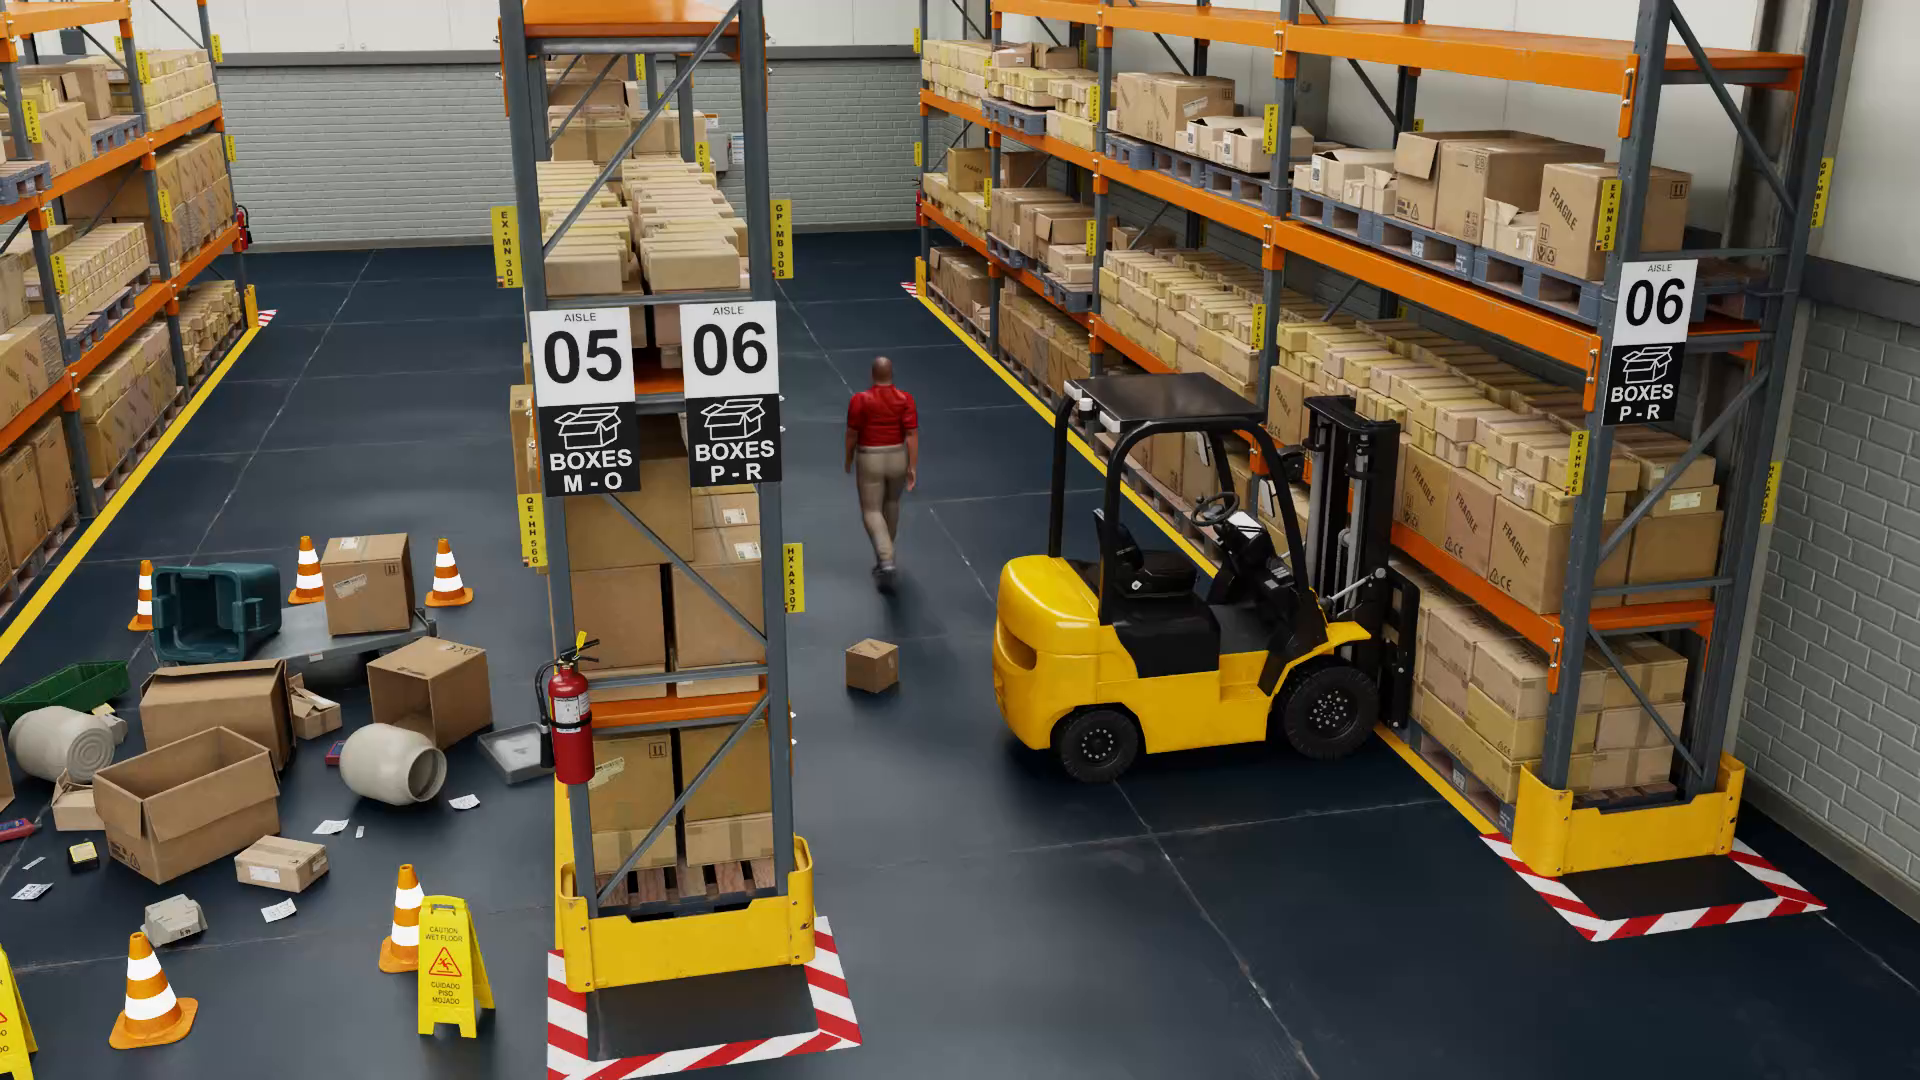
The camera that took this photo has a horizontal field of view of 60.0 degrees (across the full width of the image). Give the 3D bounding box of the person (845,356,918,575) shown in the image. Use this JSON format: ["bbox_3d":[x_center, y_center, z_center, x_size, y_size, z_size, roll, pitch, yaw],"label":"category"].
[{"bbox_3d":[-0.609,-0.593,12.764,0.532,1.674,1.030,-6,20,-18],"label":"person"}]
